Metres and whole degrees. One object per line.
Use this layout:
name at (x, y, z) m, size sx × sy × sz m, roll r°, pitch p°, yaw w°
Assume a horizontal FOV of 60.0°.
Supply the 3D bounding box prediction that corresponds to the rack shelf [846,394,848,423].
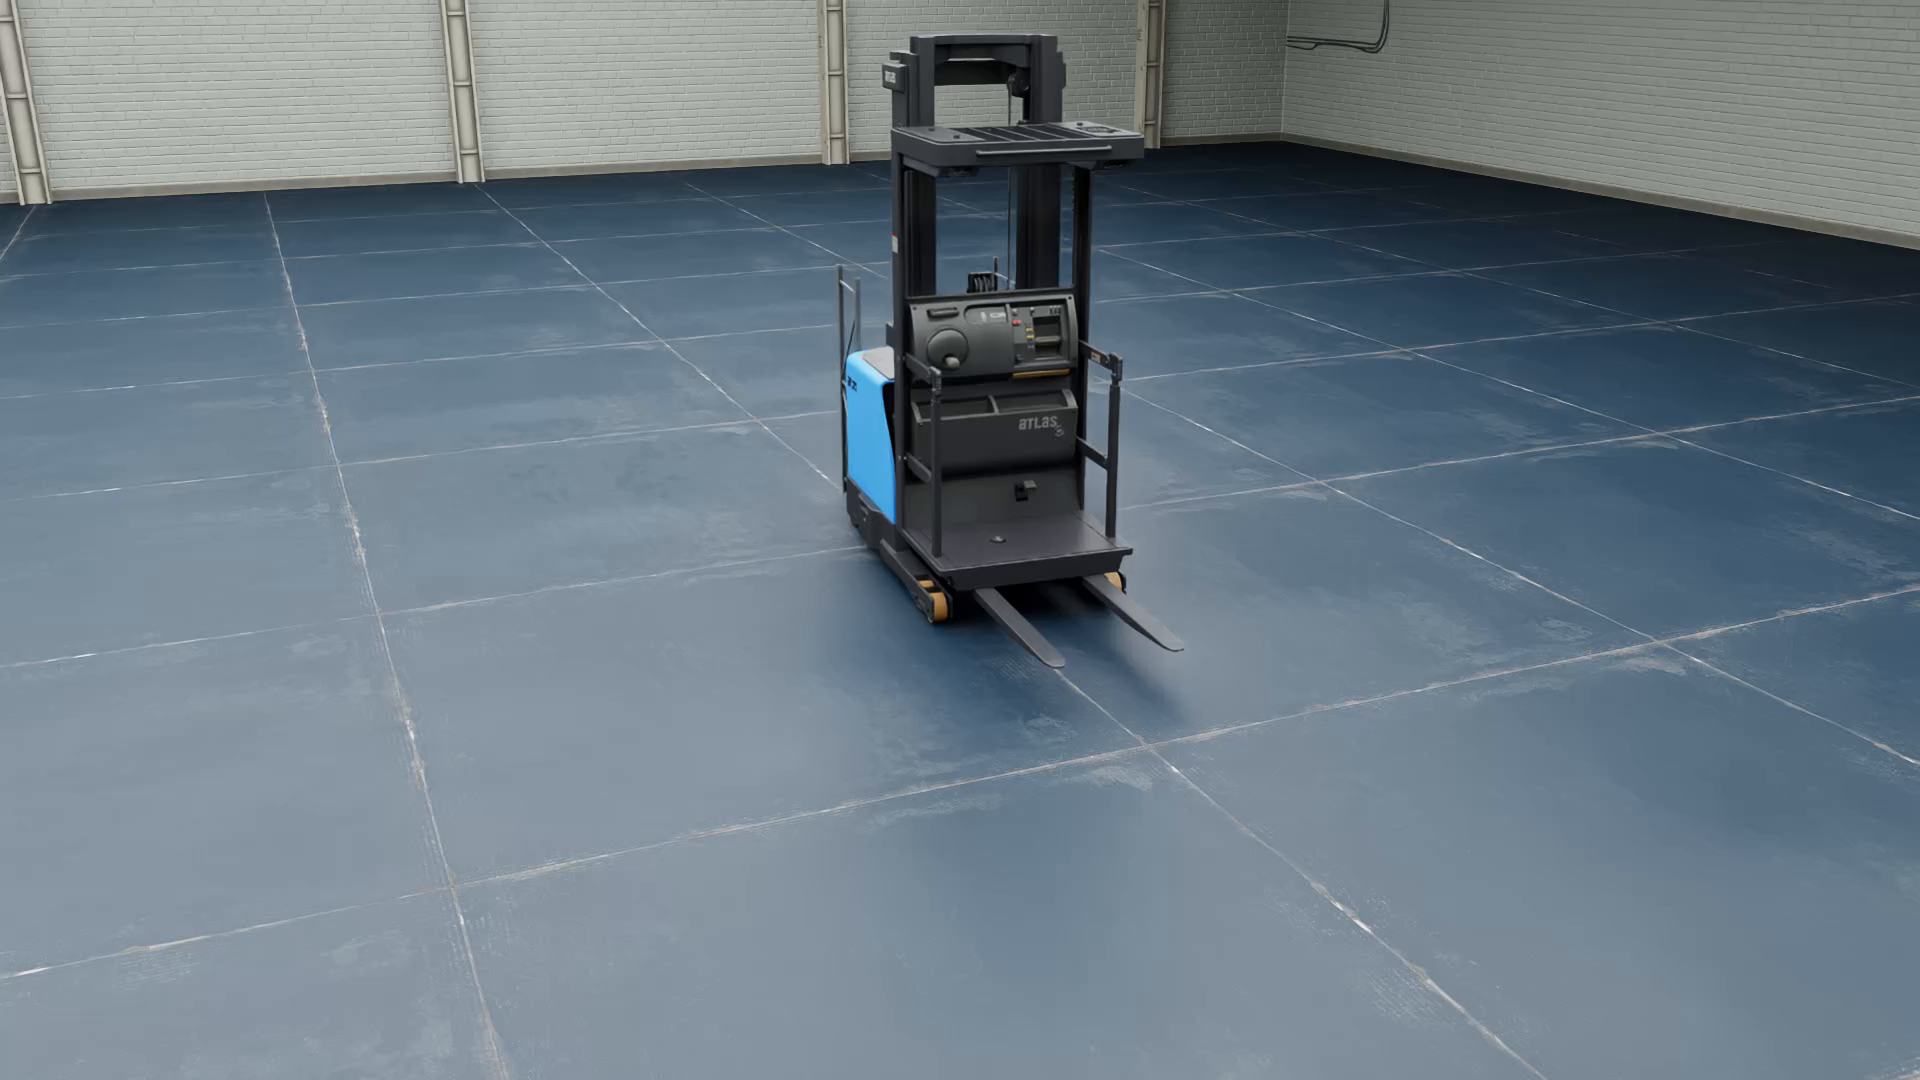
rack shelf at (-0.199, -0.818, 10.628) m, size 1.000 × 0.185 × 0.538 m, roll -6°, pitch 20°, yaw -16°

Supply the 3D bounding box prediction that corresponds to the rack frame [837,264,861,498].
rack frame at (-0.686, -0.939, 10.430) m, size 0.032 × 1.500 × 0.500 m, roll -6°, pitch 20°, yaw -16°

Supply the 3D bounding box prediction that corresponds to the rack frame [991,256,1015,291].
rack frame at (0.288, -1.036, 10.707) m, size 0.032 × 1.500 × 0.500 m, roll -6°, pitch 20°, yaw -16°

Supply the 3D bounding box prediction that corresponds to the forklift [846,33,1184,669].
forklift at (0.258, -1.094, 8.716) m, size 1.130 × 2.935 × 3.031 m, roll -6°, pitch 20°, yaw -18°

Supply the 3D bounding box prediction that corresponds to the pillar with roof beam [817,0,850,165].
pillar with roof beam at (-0.397, -9.304, 22.896) m, size 0.400 × 9.000 × 9.100 m, roll -8°, pitch 21°, yaw -22°

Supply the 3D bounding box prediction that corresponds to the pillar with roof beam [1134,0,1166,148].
pillar with roof beam at (5.112, -10.093, 25.138) m, size 0.400 × 9.000 × 9.100 m, roll -8°, pitch 21°, yaw -22°

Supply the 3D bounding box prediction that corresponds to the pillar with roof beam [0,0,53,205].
pillar with roof beam at (-11.416, -7.725, 18.413) m, size 0.400 × 9.000 × 9.100 m, roll -8°, pitch 21°, yaw -22°

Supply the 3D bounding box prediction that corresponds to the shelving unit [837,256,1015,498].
shelving unit at (-0.199, -0.987, 10.568) m, size 1.048 × 1.500 × 0.538 m, roll -6°, pitch 20°, yaw -16°

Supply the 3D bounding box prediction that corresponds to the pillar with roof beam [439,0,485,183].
pillar with roof beam at (-5.906, -8.514, 20.654) m, size 0.400 × 9.000 × 9.100 m, roll -8°, pitch 21°, yaw -22°

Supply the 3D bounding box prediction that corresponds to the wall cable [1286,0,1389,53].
wall cable at (6.636, -9.926, 29.337) m, size 0.112 × 2.526 × 3.097 m, roll -8°, pitch 21°, yaw -22°
